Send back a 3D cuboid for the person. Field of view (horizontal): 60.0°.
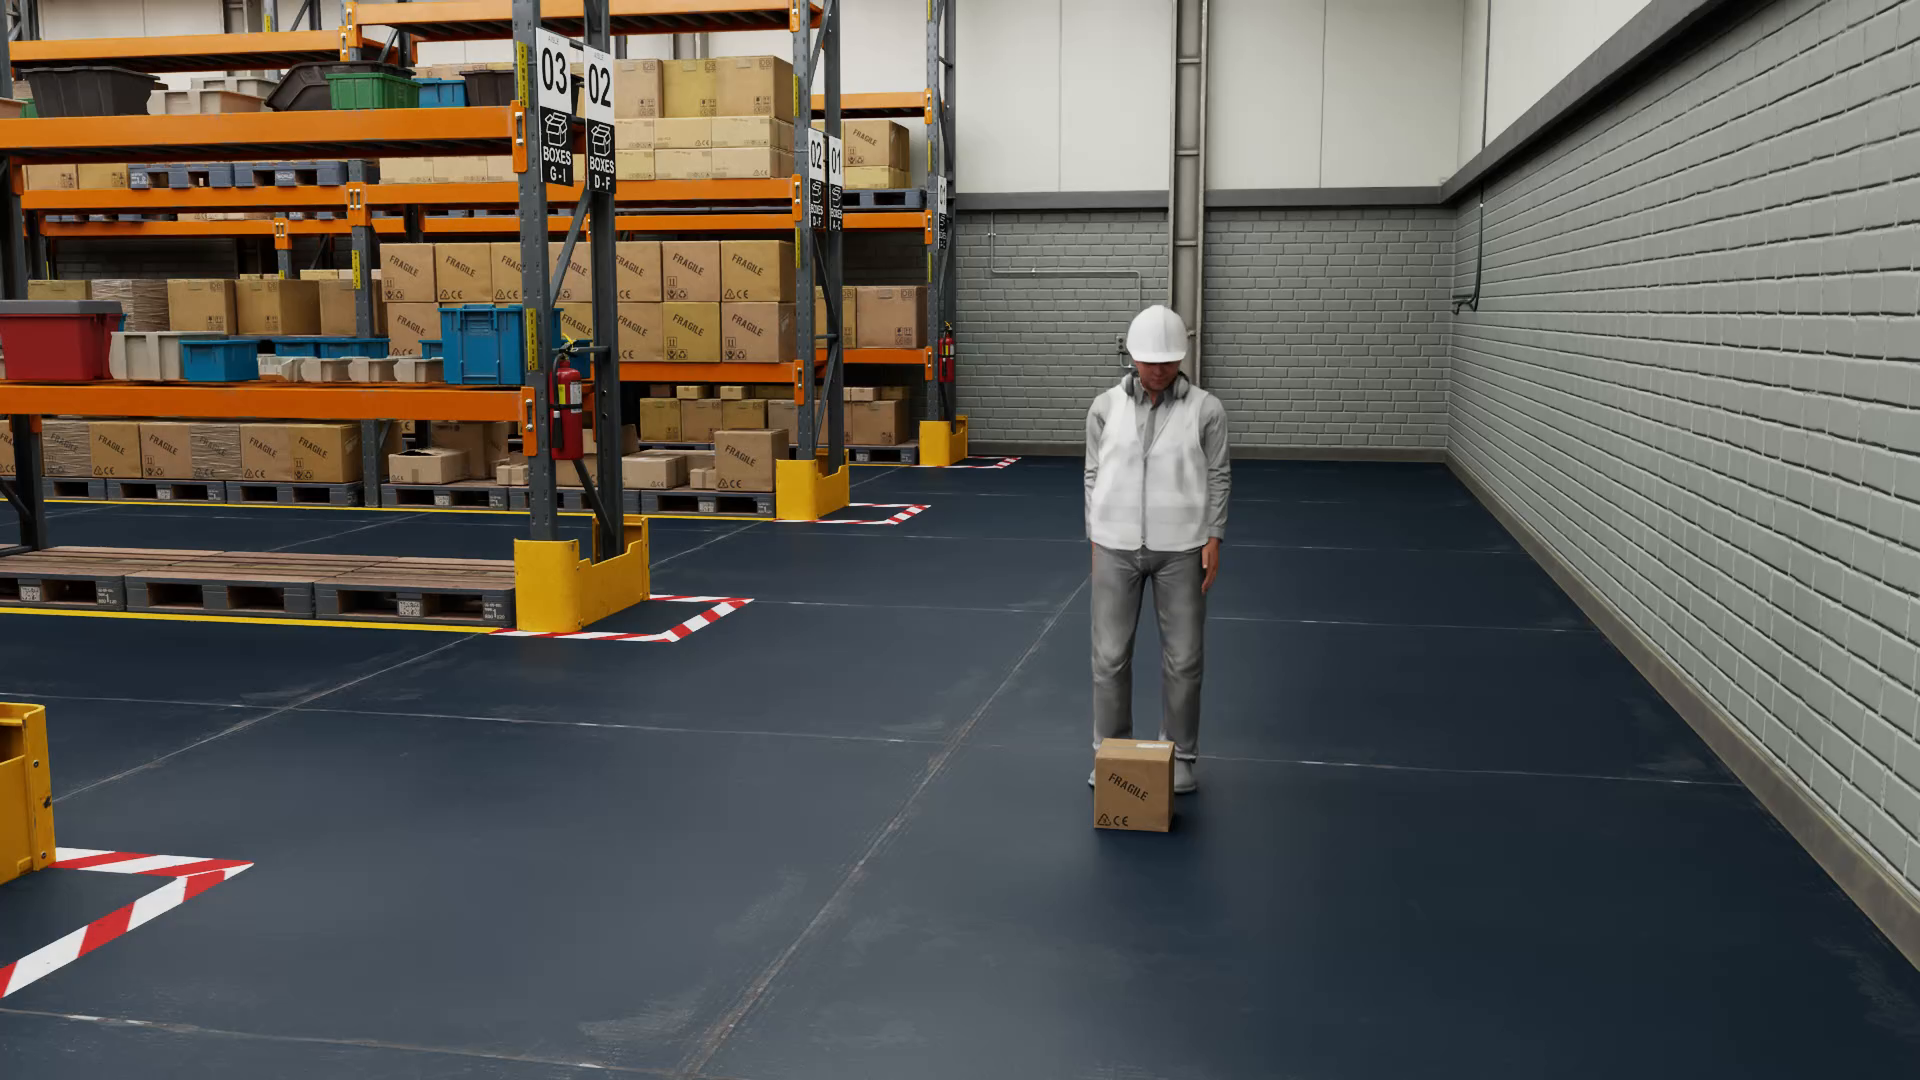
[{"bbox_3d":[0.712,0.032,6.062,0.538,1.760,0.378,2,8,12],"label":"person"}]
